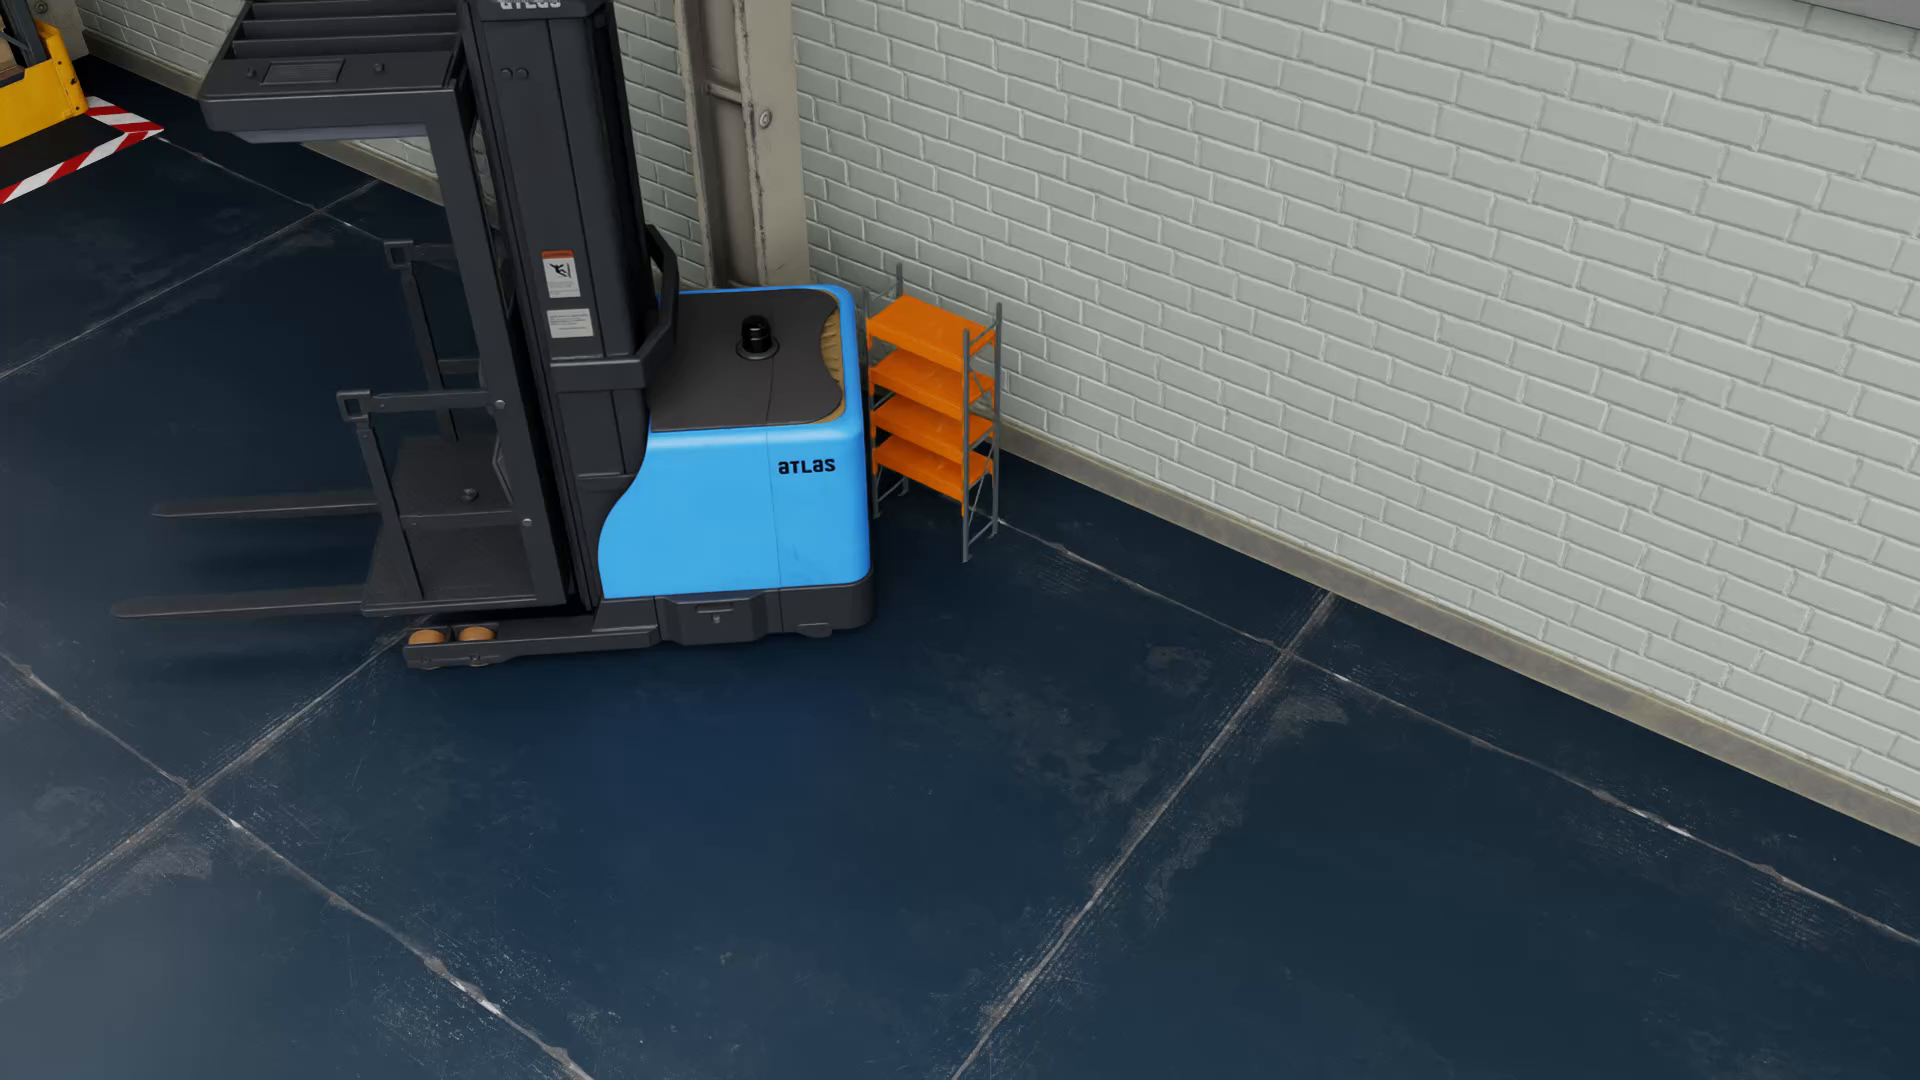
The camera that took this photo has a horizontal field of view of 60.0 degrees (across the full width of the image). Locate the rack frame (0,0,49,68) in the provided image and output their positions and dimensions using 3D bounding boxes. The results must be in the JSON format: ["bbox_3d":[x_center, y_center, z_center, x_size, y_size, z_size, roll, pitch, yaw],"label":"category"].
[{"bbox_3d":[-5.817,-3.523,8.938,0.127,3.000,1.000,25,48,25],"label":"rack frame"}]

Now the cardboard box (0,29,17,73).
[{"bbox_3d":[-6.107,-2.950,10.044,0.500,0.250,0.500,25,48,25],"label":"cardboard box"}]

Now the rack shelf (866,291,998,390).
[{"bbox_3d":[-0.110,-0.804,6.659,0.480,0.148,0.258,26,48,26],"label":"rack shelf"}]

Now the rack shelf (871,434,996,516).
[{"bbox_3d":[-0.110,-0.313,7.098,0.480,0.148,0.258,26,48,26],"label":"rack shelf"}]

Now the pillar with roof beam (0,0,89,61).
[{"bbox_3d":[-8.342,-4.167,5.158,0.400,9.000,9.100,25,48,25],"label":"pillar with roof beam"}]

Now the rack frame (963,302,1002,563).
[{"bbox_3d":[0.089,-0.416,6.815,0.015,1.200,0.240,26,48,26],"label":"rack frame"}]

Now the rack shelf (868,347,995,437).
[{"bbox_3d":[-0.110,-0.627,6.817,0.480,0.148,0.258,26,48,26],"label":"rack shelf"}]

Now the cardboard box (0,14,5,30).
[{"bbox_3d":[-6.083,-3.134,9.876,0.500,0.250,0.500,26,48,26],"label":"cardboard box"}]

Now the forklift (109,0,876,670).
[{"bbox_3d":[-1.893,-0.943,6.106,3.031,2.935,1.130,-3,42,-4],"label":"forklift"}]

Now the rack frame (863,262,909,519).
[{"bbox_3d":[-0.308,-0.606,7.027,0.015,1.200,0.240,26,48,26],"label":"rack frame"}]

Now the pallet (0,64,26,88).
[{"bbox_3d":[-6.467,-2.754,10.169,1.213,0.211,1.003,25,48,25],"label":"pallet"}]

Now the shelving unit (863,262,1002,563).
[{"bbox_3d":[-0.110,-0.511,6.921,0.503,1.200,0.258,26,48,26],"label":"shelving unit"}]

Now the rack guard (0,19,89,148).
[{"bbox_3d":[-5.797,-2.582,9.761,0.348,0.500,1.175,25,48,25],"label":"rack guard"}]

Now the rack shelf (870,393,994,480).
[{"bbox_3d":[-0.110,-0.461,6.966,0.480,0.148,0.258,26,48,26],"label":"rack shelf"}]

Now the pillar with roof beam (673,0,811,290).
[{"bbox_3d":[-3.429,-1.870,2.591,0.400,9.000,9.100,25,48,25],"label":"pillar with roof beam"}]
